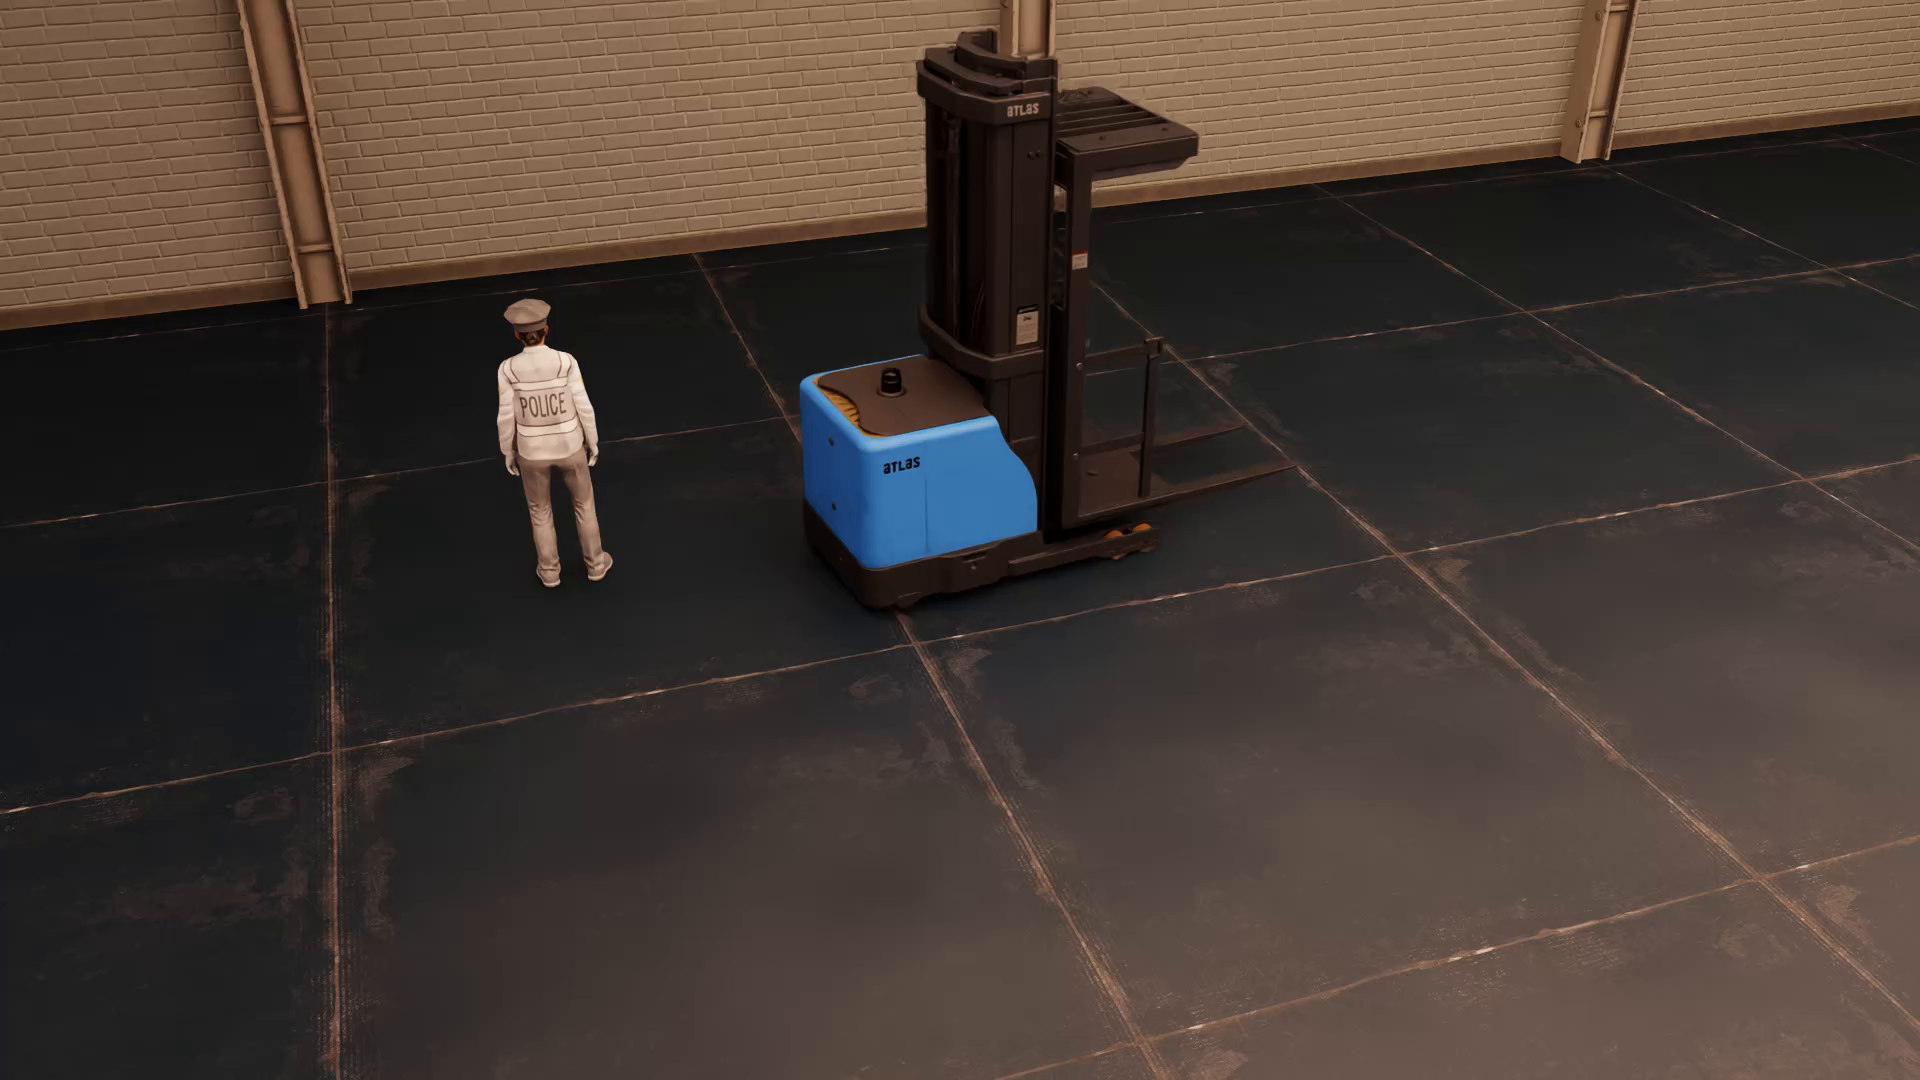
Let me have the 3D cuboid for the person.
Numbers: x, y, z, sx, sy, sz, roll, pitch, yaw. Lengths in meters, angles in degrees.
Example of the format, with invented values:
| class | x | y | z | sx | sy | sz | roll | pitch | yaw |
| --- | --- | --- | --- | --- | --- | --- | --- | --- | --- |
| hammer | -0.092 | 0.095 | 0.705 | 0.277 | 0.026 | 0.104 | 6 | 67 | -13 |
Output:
| class | x | y | z | sx | sy | sz | roll | pitch | yaw |
| --- | --- | --- | --- | --- | --- | --- | --- | --- | --- |
| person | -2.276 | -0.504 | 9.238 | 0.529 | 1.662 | 0.376 | -7 | 31 | -12 |

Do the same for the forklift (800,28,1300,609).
| class | x | y | z | sx | sy | sz | roll | pitch | yaw |
| --- | --- | --- | --- | --- | --- | --- | --- | --- | --- |
| forklift | 0.626 | -1.379 | 9.484 | 3.031 | 2.935 | 1.130 | -14 | 33 | -22 |
